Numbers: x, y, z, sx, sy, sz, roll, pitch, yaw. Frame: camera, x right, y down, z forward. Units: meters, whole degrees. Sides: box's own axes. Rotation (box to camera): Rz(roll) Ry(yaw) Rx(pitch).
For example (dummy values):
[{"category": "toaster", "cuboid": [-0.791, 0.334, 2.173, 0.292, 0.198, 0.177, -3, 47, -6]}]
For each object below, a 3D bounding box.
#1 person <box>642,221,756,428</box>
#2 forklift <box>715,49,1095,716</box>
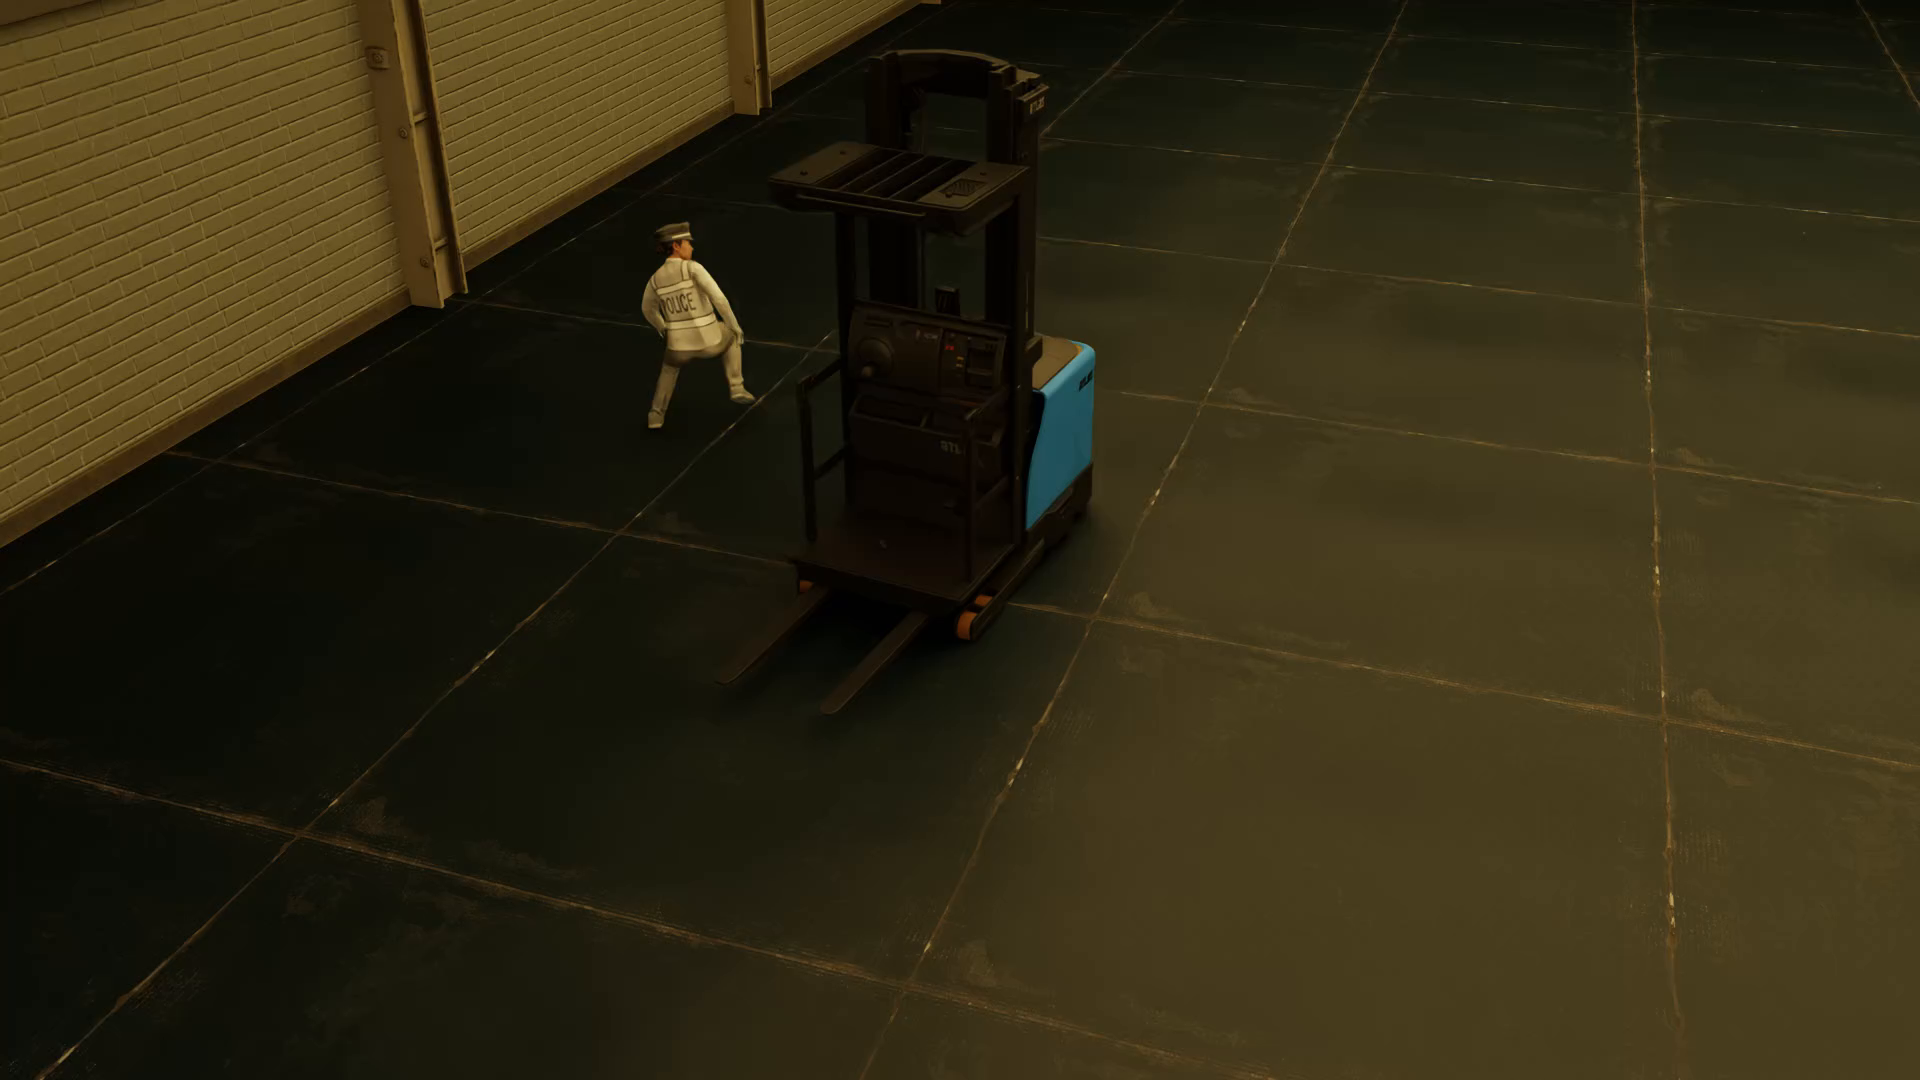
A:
[{"category": "person", "cuboid": [-1.797, -1.423, 11.193, 0.744, 1.456, 0.624, 3, 30, 6]}, {"category": "forklift", "cuboid": [-0.274, -0.967, 8.832, 1.130, 2.935, 3.031, 14, 32, 22]}]
